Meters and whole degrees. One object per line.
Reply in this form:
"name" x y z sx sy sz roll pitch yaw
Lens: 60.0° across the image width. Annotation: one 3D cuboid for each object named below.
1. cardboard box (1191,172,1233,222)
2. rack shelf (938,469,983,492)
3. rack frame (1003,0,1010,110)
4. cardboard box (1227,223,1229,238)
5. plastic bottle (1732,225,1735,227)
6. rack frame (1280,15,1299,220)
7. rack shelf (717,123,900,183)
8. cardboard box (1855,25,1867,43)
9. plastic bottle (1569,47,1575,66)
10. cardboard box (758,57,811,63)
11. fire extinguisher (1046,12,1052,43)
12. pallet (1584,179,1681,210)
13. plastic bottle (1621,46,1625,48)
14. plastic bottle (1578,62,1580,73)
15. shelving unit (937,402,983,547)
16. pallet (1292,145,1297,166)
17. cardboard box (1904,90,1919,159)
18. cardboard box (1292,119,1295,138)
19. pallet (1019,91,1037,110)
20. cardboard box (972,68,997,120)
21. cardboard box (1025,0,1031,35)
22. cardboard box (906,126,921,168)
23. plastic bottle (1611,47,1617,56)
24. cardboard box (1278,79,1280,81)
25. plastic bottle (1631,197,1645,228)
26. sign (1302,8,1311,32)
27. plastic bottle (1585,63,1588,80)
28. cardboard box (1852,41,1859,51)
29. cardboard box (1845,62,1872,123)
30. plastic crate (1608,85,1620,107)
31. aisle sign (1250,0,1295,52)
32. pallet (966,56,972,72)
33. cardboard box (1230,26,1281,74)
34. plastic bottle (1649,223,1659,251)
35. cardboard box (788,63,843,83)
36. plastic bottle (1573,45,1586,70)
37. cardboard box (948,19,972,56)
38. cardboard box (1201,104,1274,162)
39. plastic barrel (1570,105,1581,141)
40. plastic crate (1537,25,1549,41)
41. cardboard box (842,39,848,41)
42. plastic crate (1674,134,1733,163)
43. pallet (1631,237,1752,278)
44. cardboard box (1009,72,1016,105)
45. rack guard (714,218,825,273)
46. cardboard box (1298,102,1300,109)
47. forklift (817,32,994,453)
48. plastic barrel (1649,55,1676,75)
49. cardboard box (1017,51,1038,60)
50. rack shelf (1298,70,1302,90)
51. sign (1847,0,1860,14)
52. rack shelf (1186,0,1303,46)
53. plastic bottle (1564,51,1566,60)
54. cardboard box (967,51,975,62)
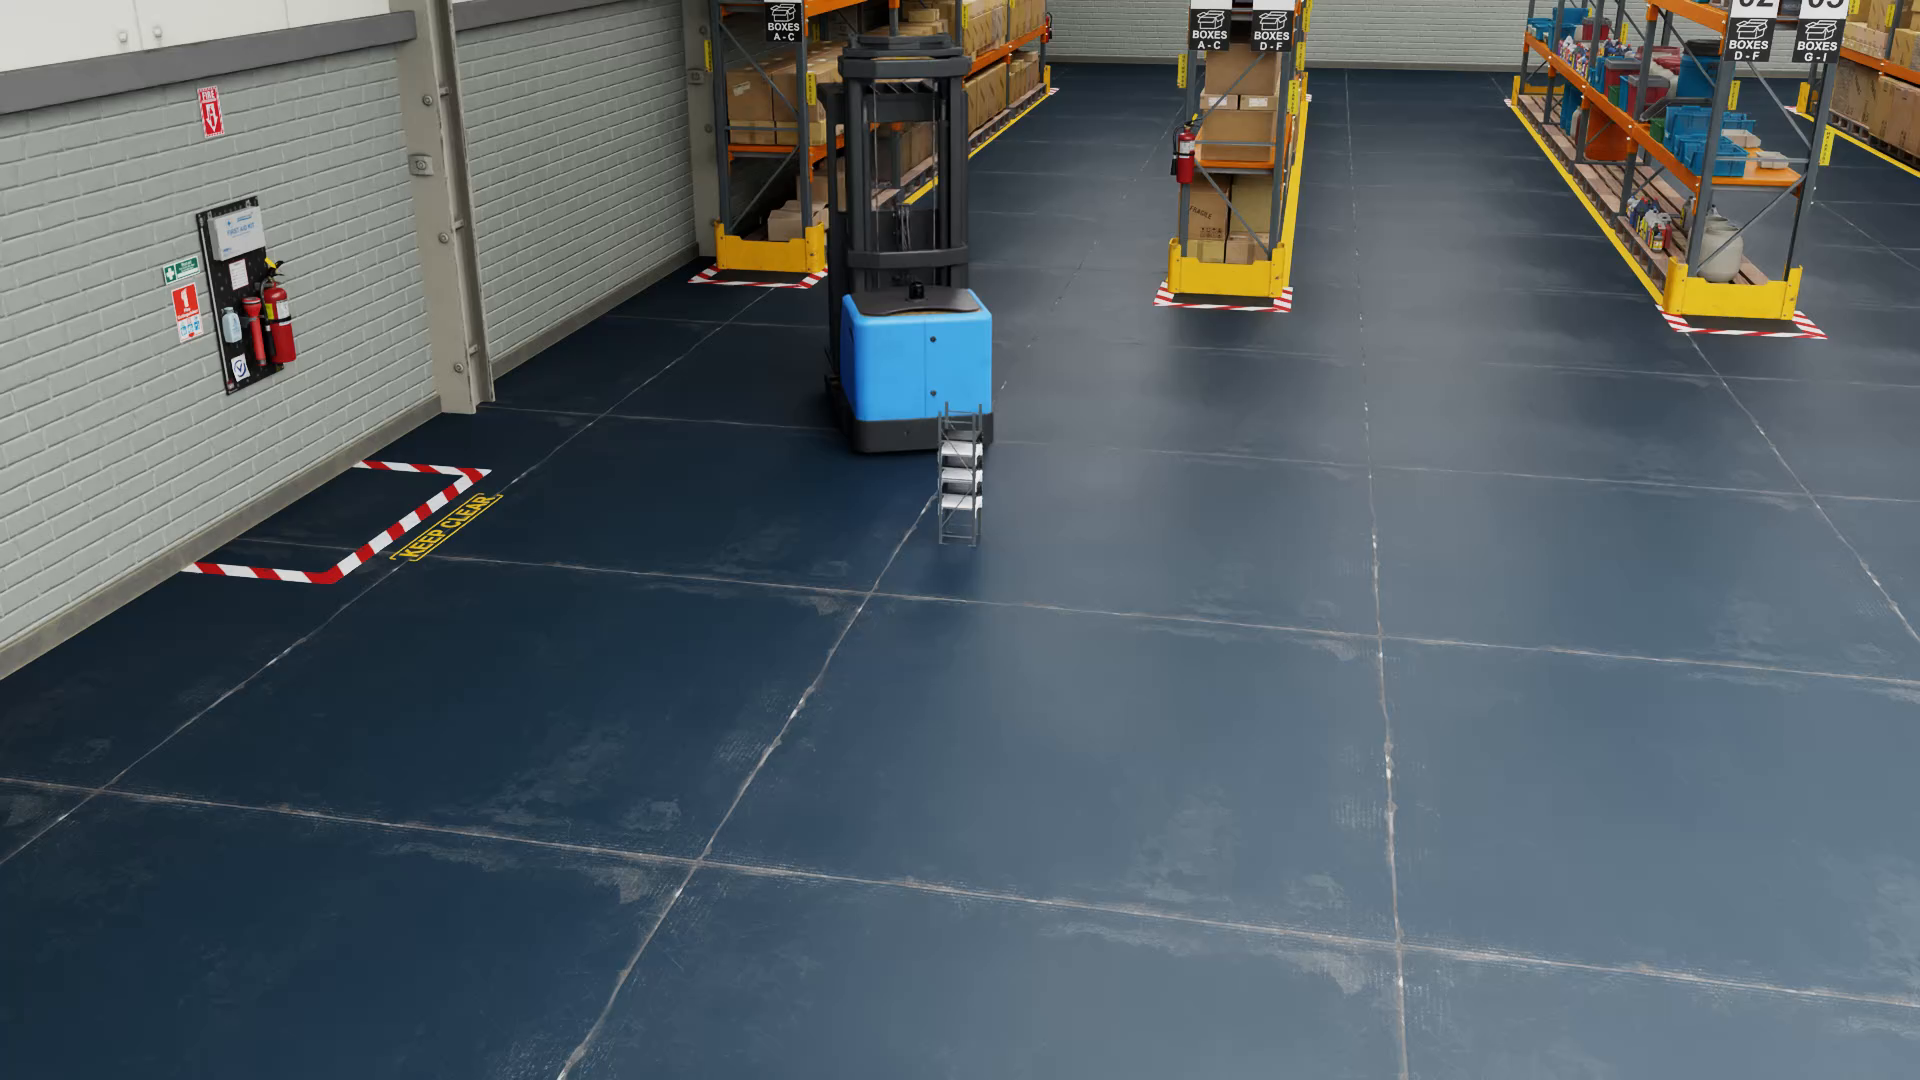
"cardboard box" 2.762 -3.837 18.479 0.500 0.500 0.500 4 22 11
"rack shelf" 0.002 -0.389 10.705 0.258 0.077 0.200 4 22 11
"rack frame" 0.353 -8.749 28.561 1.000 3.000 0.127 4 22 11
"cardboard box" 2.665 -3.306 18.165 0.500 0.250 0.500 4 22 11
"plastic bottle" 8.342 -3.270 18.004 0.061 0.283 0.133 5 22 12
"rack frame" 3.570 -5.447 20.362 1.000 3.000 0.127 4 22 11
"rack shelf" -1.688 -4.758 19.615 1.077 0.370 4.000 4 22 11
"cardboard box" 14.940 -8.242 27.106 0.500 0.250 0.500 5 22 12
"plastic bottle" 9.297 -7.330 25.210 0.097 0.271 0.097 0 22 0
"cardboard box" -1.994 -5.209 18.942 0.500 0.500 0.500 4 22 9
"fire extinguisher" 1.651 -10.023 32.327 0.296 0.674 0.183 4 22 11
"pallet" 8.788 -4.512 21.774 1.003 0.211 1.213 4 22 11
"plastic bottle" 10.082 -7.400 25.378 0.152 0.276 0.135 4 22 11
"plastic bottle" 9.088 -6.922 24.292 0.097 0.201 0.097 0 22 0
"shelving unit" 0.002 -0.420 10.693 0.258 0.900 0.210 4 22 11
"pallet" 4.576 -5.886 25.187 1.003 0.211 1.213 4 22 11
"cardboard box" 14.434 -5.938 23.866 1.225 0.875 0.875 5 22 11
"cardboard box" 4.521 -5.879 23.803 0.500 0.311 0.500 5 22 12
"pallet" 0.831 -8.175 30.869 1.003 0.211 1.213 4 22 11
"cardboard box" 0.169 -7.373 27.462 0.750 0.750 0.750 5 23 13
"cardboard box" 0.772 -9.618 30.319 0.980 0.700 0.700 3 22 8
"cardboard box" -0.946 -5.514 23.287 0.700 0.500 0.500 5 22 12
"plastic bottle" 9.909 -7.316 25.175 0.097 0.271 0.097 0 22 0
"cardboard box" 3.306 -4.929 18.076 0.380 0.149 0.250 4 22 10
"plastic bottle" 7.848 -3.779 19.180 0.144 0.351 0.185 5 22 12
"sign" 4.931 -7.406 23.676 0.100 0.325 0.005 4 22 11
"plastic bottle" 8.900 -6.657 23.524 0.061 0.283 0.133 4 22 11
"cardboard box" 14.903 -8.106 27.301 0.380 0.149 0.250 4 22 10
"cardboard box" 15.297 -7.390 27.469 0.875 0.875 0.875 4 22 11
"plastic crate" 8.498 -5.628 21.096 0.450 0.188 0.662 4 22 11
"aisle sign" 3.041 -5.142 16.127 0.394 0.787 0.004 4 22 11
"pallet" -0.505 -6.928 24.298 1.213 0.211 1.003 4 22 11
"cardboard box" 3.179 -5.381 18.330 0.700 0.500 0.500 4 22 11
"plastic bottle" 7.554 -3.298 18.075 0.061 0.283 0.133 5 22 12
"cardboard box" -1.594 -4.979 18.372 0.500 0.500 0.500 5 22 11
"plastic bottle" 9.206 -7.161 24.686 0.144 0.351 0.185 4 22 11
"cardboard box" -0.114 -7.638 25.244 0.500 0.500 0.500 5 22 13
"cardboard box" 2.862 -4.200 17.133 0.700 0.500 0.500 4 22 11
"plastic barrel" 9.576 -6.378 25.443 0.421 0.512 0.421 0 22 0
"plastic crate" 10.165 -8.750 28.708 0.416 0.233 0.300 4 22 11
"cardboard box" -1.143 -6.257 21.652 0.700 0.500 0.500 5 22 11
"plastic crate" 7.550 -3.979 16.917 0.499 0.251 0.408 4 22 11
"pallet" 7.994 -3.084 18.229 1.003 0.211 1.213 4 22 11
"cardboard box" 0.606 -8.050 29.610 0.700 0.500 0.500 5 22 12
"rack guard" -2.081 -3.228 18.200 1.175 0.500 0.348 4 22 11
"cardboard box" 4.968 -6.474 25.670 0.500 0.500 0.500 4 22 10
"forklift" -0.521 -2.522 13.193 1.130 2.935 3.031 -4 22 -10
"plastic barrel" 9.148 -6.036 21.676 0.421 0.512 0.421 0 22 0
"cardboard box" 1.276 -9.223 31.655 0.380 0.149 0.250 4 22 10
"rack shelf" 4.795 -7.307 25.945 1.077 0.370 4.000 4 22 11
"sign" 8.140 -4.957 15.119 0.100 0.325 0.005 4 22 11
"rack shelf" 3.162 -5.773 18.120 1.077 0.370 4.000 4 22 11
"plastic bottle" 9.419 -7.516 25.766 0.097 0.201 0.097 0 22 0
"cardboard box" 0.027 -7.464 25.680 0.380 0.149 0.250 5 23 13
